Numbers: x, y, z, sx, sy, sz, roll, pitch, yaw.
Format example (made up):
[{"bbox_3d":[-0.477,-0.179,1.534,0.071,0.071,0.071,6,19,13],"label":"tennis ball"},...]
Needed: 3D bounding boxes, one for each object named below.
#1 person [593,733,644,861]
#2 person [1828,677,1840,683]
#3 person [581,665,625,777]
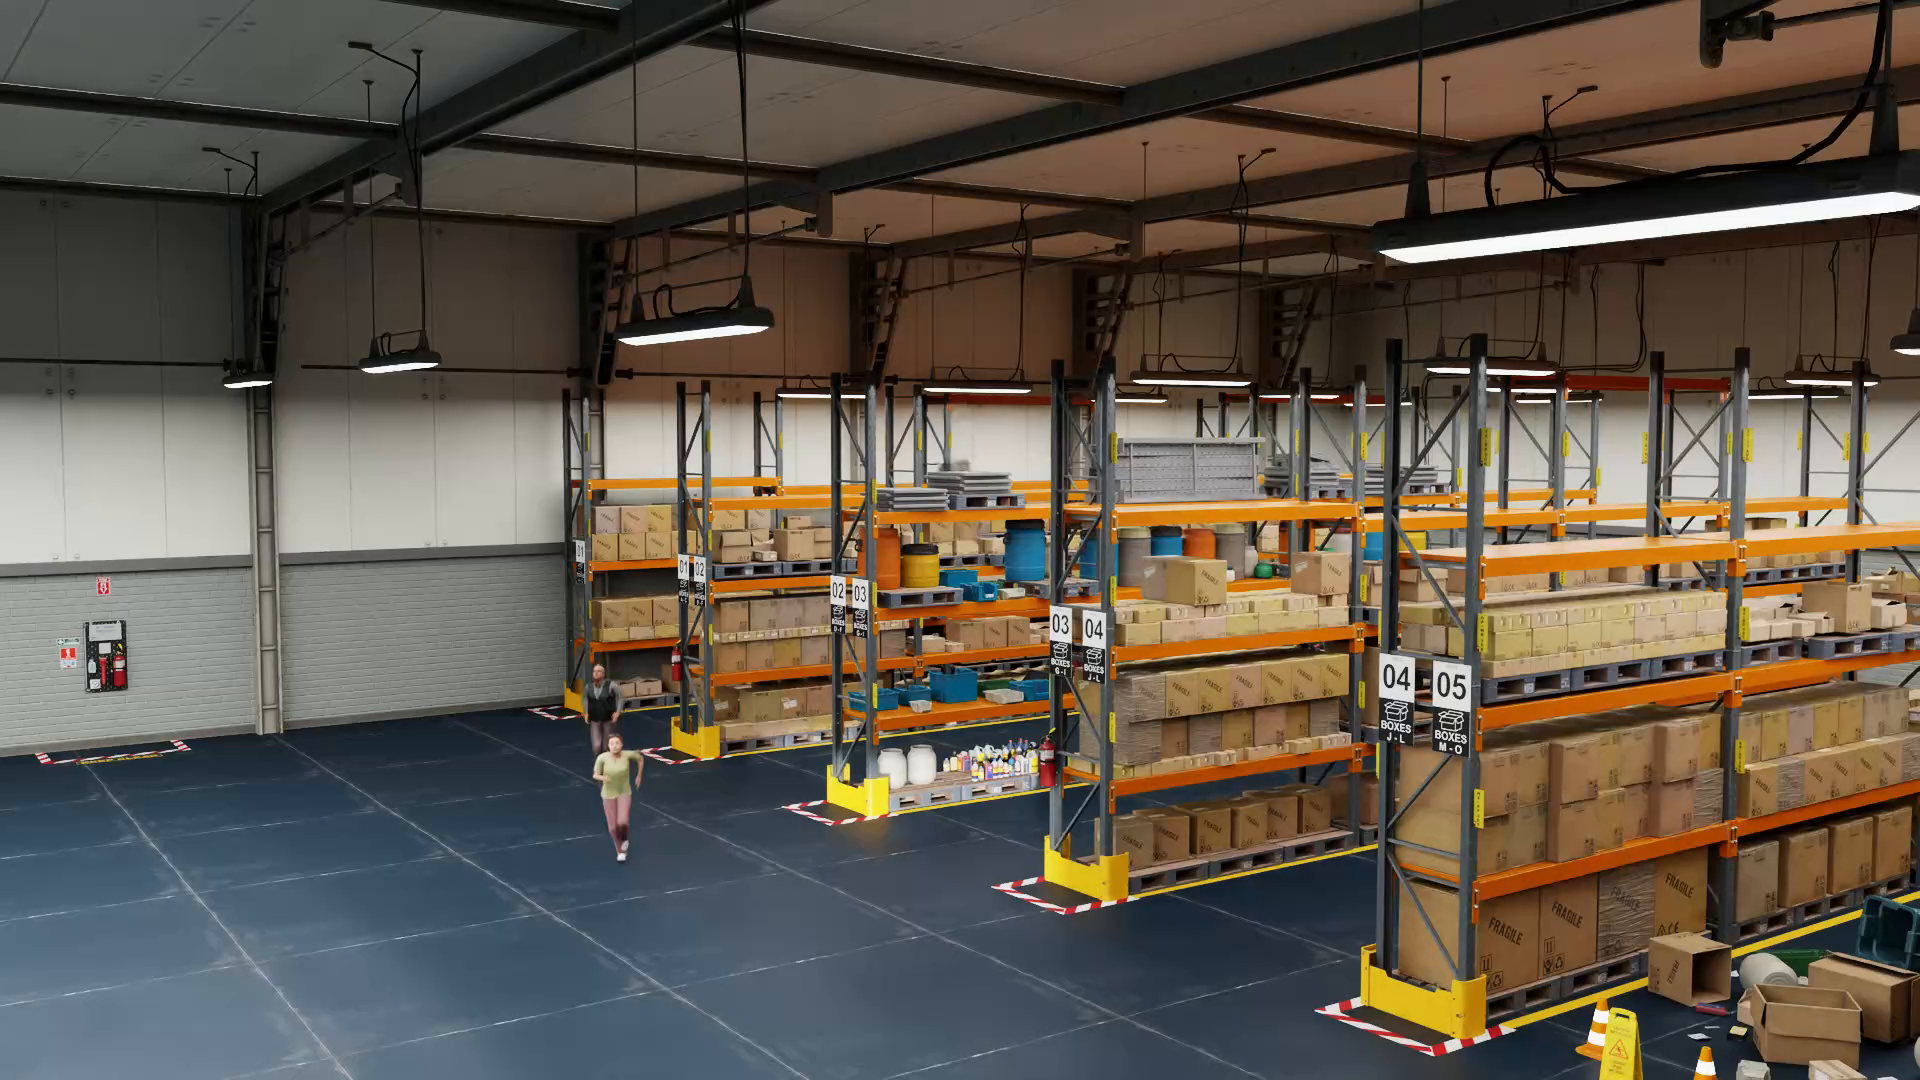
[{"bbox_3d":[-4.080,3.078,19.860,0.570,1.596,0.717,0,4,-4],"label":"person"},{"bbox_3d":[12.977,2.805,24.610,0.668,1.585,0.584,-2,4,-32],"label":"person"},{"bbox_3d":[-5.372,2.725,25.057,0.668,1.709,0.651,0,4,3],"label":"person"}]
